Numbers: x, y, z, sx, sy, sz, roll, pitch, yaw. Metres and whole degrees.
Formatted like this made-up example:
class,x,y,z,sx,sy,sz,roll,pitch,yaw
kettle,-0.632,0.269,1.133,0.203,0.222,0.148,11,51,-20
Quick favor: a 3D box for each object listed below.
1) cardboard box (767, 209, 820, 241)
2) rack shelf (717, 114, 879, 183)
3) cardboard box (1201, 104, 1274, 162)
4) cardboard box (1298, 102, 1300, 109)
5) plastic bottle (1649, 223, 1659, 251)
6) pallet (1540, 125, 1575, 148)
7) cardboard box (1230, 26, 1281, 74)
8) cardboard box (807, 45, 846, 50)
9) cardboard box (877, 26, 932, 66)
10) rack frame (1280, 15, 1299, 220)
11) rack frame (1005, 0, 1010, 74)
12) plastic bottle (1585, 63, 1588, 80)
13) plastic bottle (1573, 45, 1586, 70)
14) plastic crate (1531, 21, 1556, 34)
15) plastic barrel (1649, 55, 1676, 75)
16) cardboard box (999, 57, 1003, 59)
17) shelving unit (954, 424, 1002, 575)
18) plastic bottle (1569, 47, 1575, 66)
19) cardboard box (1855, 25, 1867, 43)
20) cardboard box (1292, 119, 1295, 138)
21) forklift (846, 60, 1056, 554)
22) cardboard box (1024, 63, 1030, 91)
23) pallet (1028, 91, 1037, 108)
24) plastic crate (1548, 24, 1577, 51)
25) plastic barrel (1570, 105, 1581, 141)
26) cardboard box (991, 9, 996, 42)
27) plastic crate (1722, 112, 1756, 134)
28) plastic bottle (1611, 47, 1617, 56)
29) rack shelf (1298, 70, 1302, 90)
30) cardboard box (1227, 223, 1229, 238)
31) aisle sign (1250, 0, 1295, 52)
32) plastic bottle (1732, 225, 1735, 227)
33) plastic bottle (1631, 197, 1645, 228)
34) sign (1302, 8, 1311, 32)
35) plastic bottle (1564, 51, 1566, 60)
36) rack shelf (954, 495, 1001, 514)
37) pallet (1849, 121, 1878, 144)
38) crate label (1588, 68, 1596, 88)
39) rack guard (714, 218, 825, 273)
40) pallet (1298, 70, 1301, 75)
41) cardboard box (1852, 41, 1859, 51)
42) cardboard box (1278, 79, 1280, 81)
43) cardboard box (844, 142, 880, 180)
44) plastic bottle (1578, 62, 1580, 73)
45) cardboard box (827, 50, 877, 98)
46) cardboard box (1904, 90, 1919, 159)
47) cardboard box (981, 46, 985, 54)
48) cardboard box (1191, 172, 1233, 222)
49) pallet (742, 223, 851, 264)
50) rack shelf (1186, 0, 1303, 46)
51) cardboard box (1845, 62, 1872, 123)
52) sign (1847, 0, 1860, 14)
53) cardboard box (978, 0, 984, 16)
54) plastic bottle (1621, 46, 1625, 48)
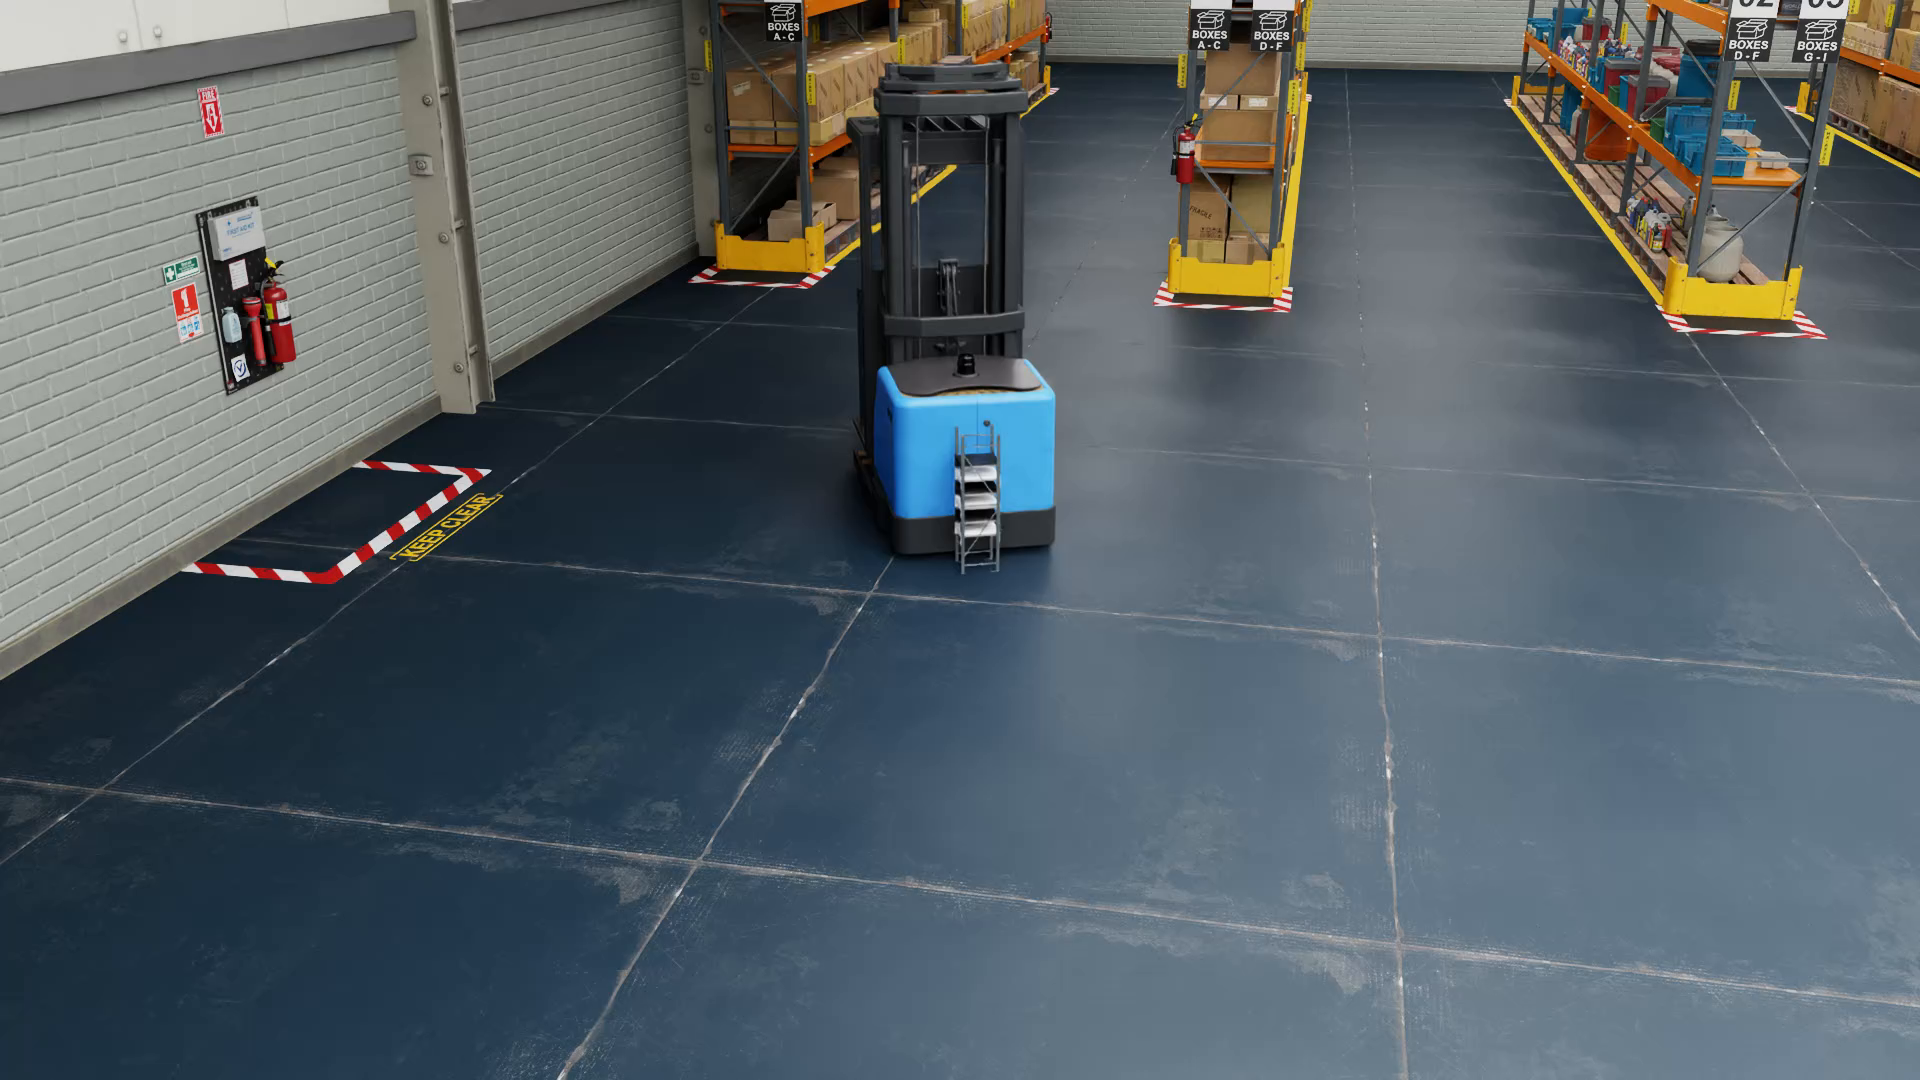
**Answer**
class,x,y,z,sx,sy,sz,roll,pitch,yaw
cardboard box,-1.867,-3.563,18.696,0.500,0.311,0.500,2,22,5
rack shelf,-1.688,-4.758,19.615,1.077,0.370,4.000,4,22,11
cardboard box,2.862,-4.200,17.133,0.700,0.500,0.500,4,22,11
cardboard box,4.968,-6.474,25.670,0.500,0.500,0.500,4,22,10
plastic bottle,7.554,-3.298,18.075,0.061,0.283,0.133,5,22,12
pallet,9.853,-6.421,26.514,1.003,0.211,1.213,4,22,11
cardboard box,3.179,-5.381,18.330,0.700,0.500,0.500,4,22,11
cardboard box,-1.689,-5.766,20.325,0.500,0.500,0.500,4,22,11
cardboard box,-0.782,-6.906,23.264,0.700,0.500,0.500,4,22,11
rack frame,3.570,-5.447,20.362,1.000,3.000,0.127,4,22,11
rack frame,0.353,-8.749,28.561,1.000,3.000,0.127,4,22,11
plastic bottle,8.900,-6.657,23.524,0.061,0.283,0.133,4,22,11
plastic bottle,9.206,-7.161,24.686,0.144,0.351,0.185,4,22,11
plastic crate,10.360,-9.101,29.579,0.416,0.233,0.300,4,22,11
plastic barrel,9.148,-6.036,21.676,0.421,0.512,0.421,0,22,0
cardboard box,0.644,-8.789,30.576,0.380,0.149,0.250,4,22,10
shelving unit,0.108,-0.246,10.260,0.258,0.900,0.210,-4,22,-10
plastic bottle,9.297,-7.330,25.210,0.097,0.271,0.097,0,22,0
cardboard box,14.940,-8.242,27.106,0.500,0.250,0.500,5,22,12
cardboard box,4.521,-5.879,23.803,0.500,0.311,0.500,5,22,12
forklift,-0.162,-1.787,11.368,1.130,2.935,3.031,-4,22,-10
cardboard box,0.920,-8.616,31.016,0.700,0.500,0.500,4,22,9
pallet,0.831,-8.175,30.869,1.003,0.211,1.213,4,22,11
plastic crate,9.813,-8.211,27.166,0.392,0.384,0.575,4,22,11
plastic barrel,9.576,-6.378,25.443,0.421,0.512,0.421,0,22,0
cardboard box,0.300,-8.384,27.097,0.500,0.500,0.500,4,22,11
plastic crate,8.459,-4.573,18.393,0.499,0.251,0.616,4,22,11
plastic bottle,9.909,-7.316,25.175,0.097,0.271,0.097,0,22,0
rack shelf,4.795,-7.307,25.945,1.077,0.370,4.000,4,22,11
cardboard box,2.665,-3.306,18.165,0.500,0.250,0.500,4,22,11
aisle sign,3.041,-5.142,16.127,0.394,0.787,0.004,4,22,11
plastic bottle,8.342,-3.270,18.004,0.061,0.283,0.133,5,22,12
plastic bottle,7.848,-3.779,19.180,0.144,0.351,0.185,5,22,12
sign,4.931,-7.406,23.676,0.100,0.325,0.005,4,22,11
plastic bottle,9.419,-7.516,25.766,0.097,0.201,0.097,0,22,0
rack shelf,0.108,-0.215,10.272,0.258,0.077,0.200,-4,22,-10
pallet,15.132,-6.595,26.945,1.003,0.211,1.213,4,22,11
crate label,8.782,-6.327,22.773,0.303,0.233,0.416,4,22,11
rack guard,-2.081,-3.228,18.200,1.175,0.500,0.348,4,22,11
pallet,4.456,-7.074,24.659,1.213,0.211,1.003,4,22,11
cardboard box,14.903,-8.106,27.301,0.380,0.149,0.250,4,22,10
cardboard box,3.306,-4.929,18.076,0.380,0.149,0.250,4,22,10
cardboard box,-1.146,-5.138,22.353,0.700,0.500,0.500,5,23,13
plastic bottle,9.088,-6.922,24.292,0.097,0.201,0.097,0,22,0
cardboard box,-1.283,-5.548,19.783,0.500,0.500,0.500,4,22,9
cardboard box,14.434,-5.938,23.866,1.225,0.875,0.875,5,22,11
cardboard box,0.193,-7.939,26.860,0.380,0.149,0.250,5,23,13
cardboard box,2.762,-3.837,18.479,0.500,0.500,0.500,4,22,11
pallet,-1.880,-3.389,18.985,1.003,0.211,1.213,4,22,11
rack shelf,3.162,-5.773,18.120,1.077,0.370,4.000,4,22,11
cardboard box,15.297,-7.390,27.469,0.875,0.875,0.875,4,22,11
sign,8.140,-4.957,15.119,0.100,0.325,0.005,4,22,11
cardboard box,0.089,-8.353,26.017,0.500,0.250,0.500,5,22,11
plastic bottle,10.082,-7.400,25.378,0.152,0.276,0.135,4,22,11
